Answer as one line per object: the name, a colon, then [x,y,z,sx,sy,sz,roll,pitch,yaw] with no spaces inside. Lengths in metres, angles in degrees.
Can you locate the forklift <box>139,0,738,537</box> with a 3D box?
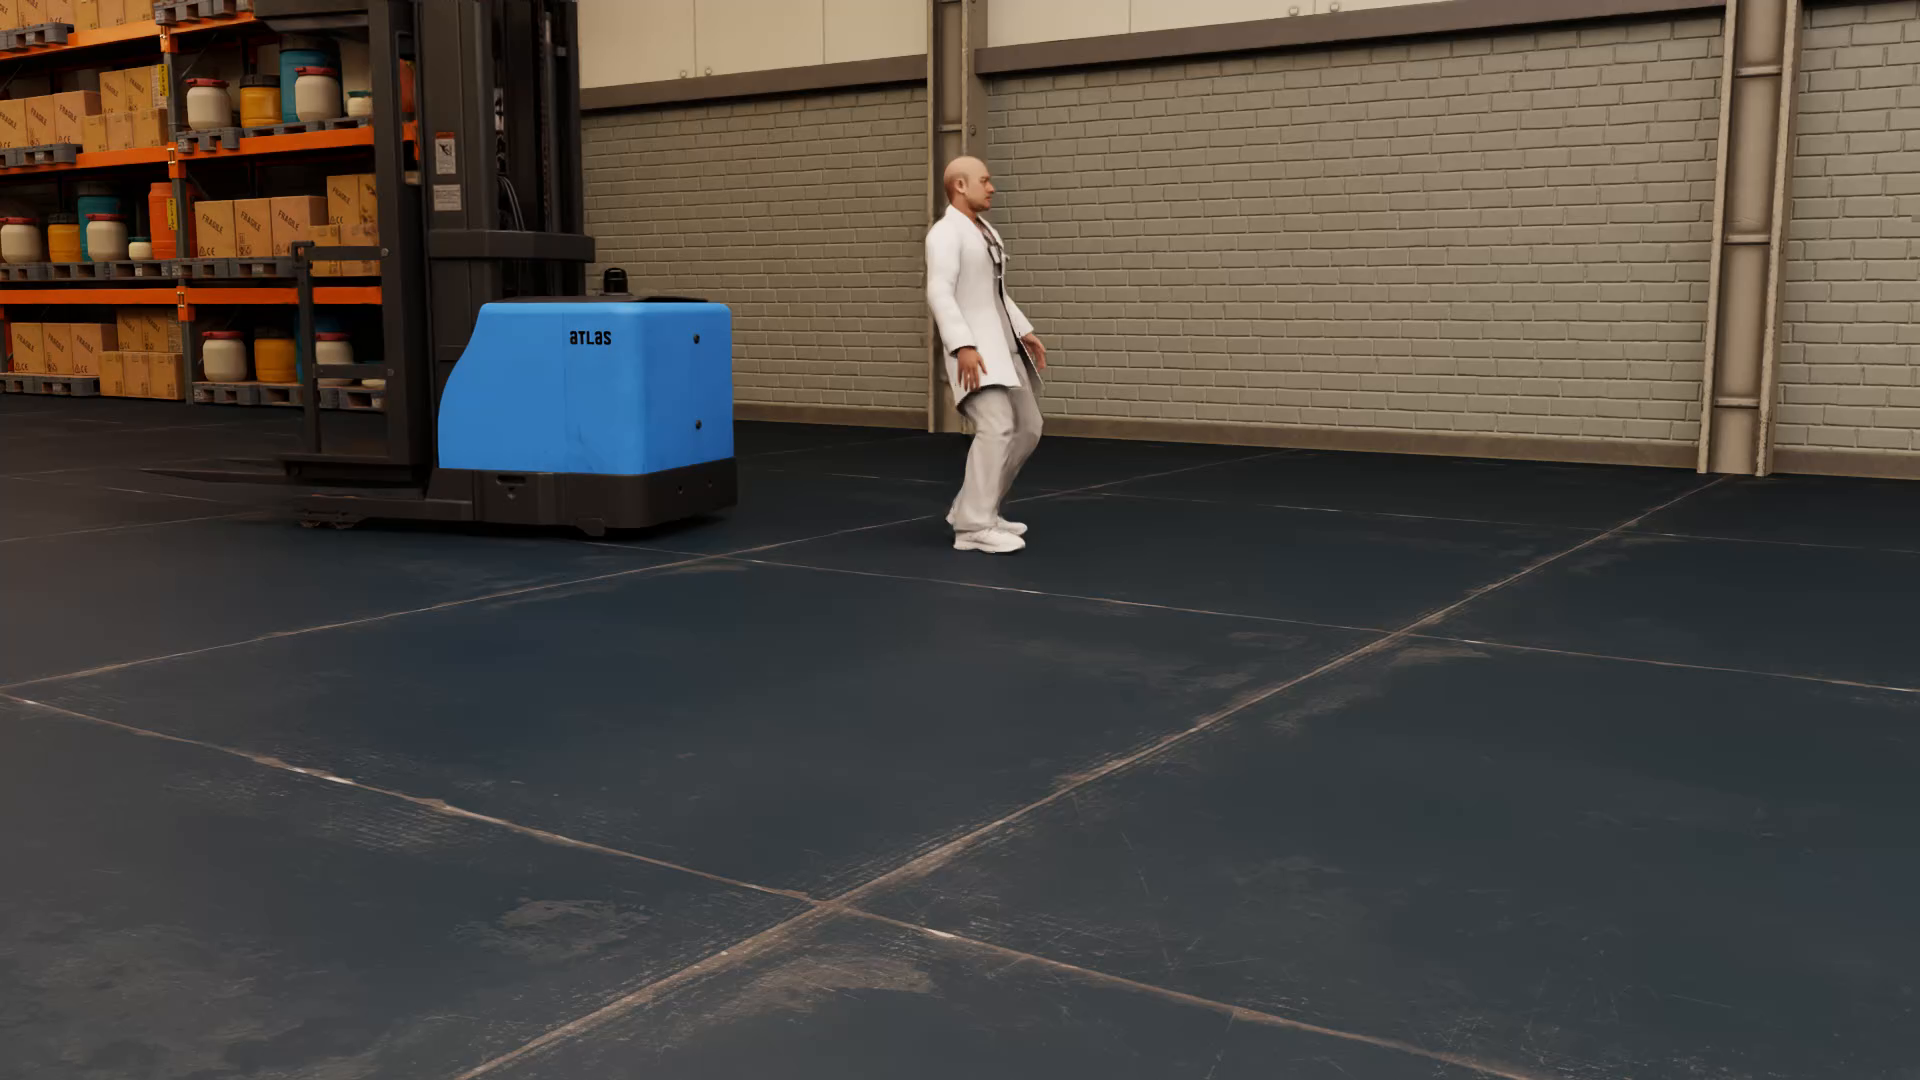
forklift: [-2.689,-1.566,8.206,3.031,2.935,1.130,3,9,19]

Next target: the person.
person: [0.148,-0.838,7.402,0.567,1.714,0.795,4,9,25]
